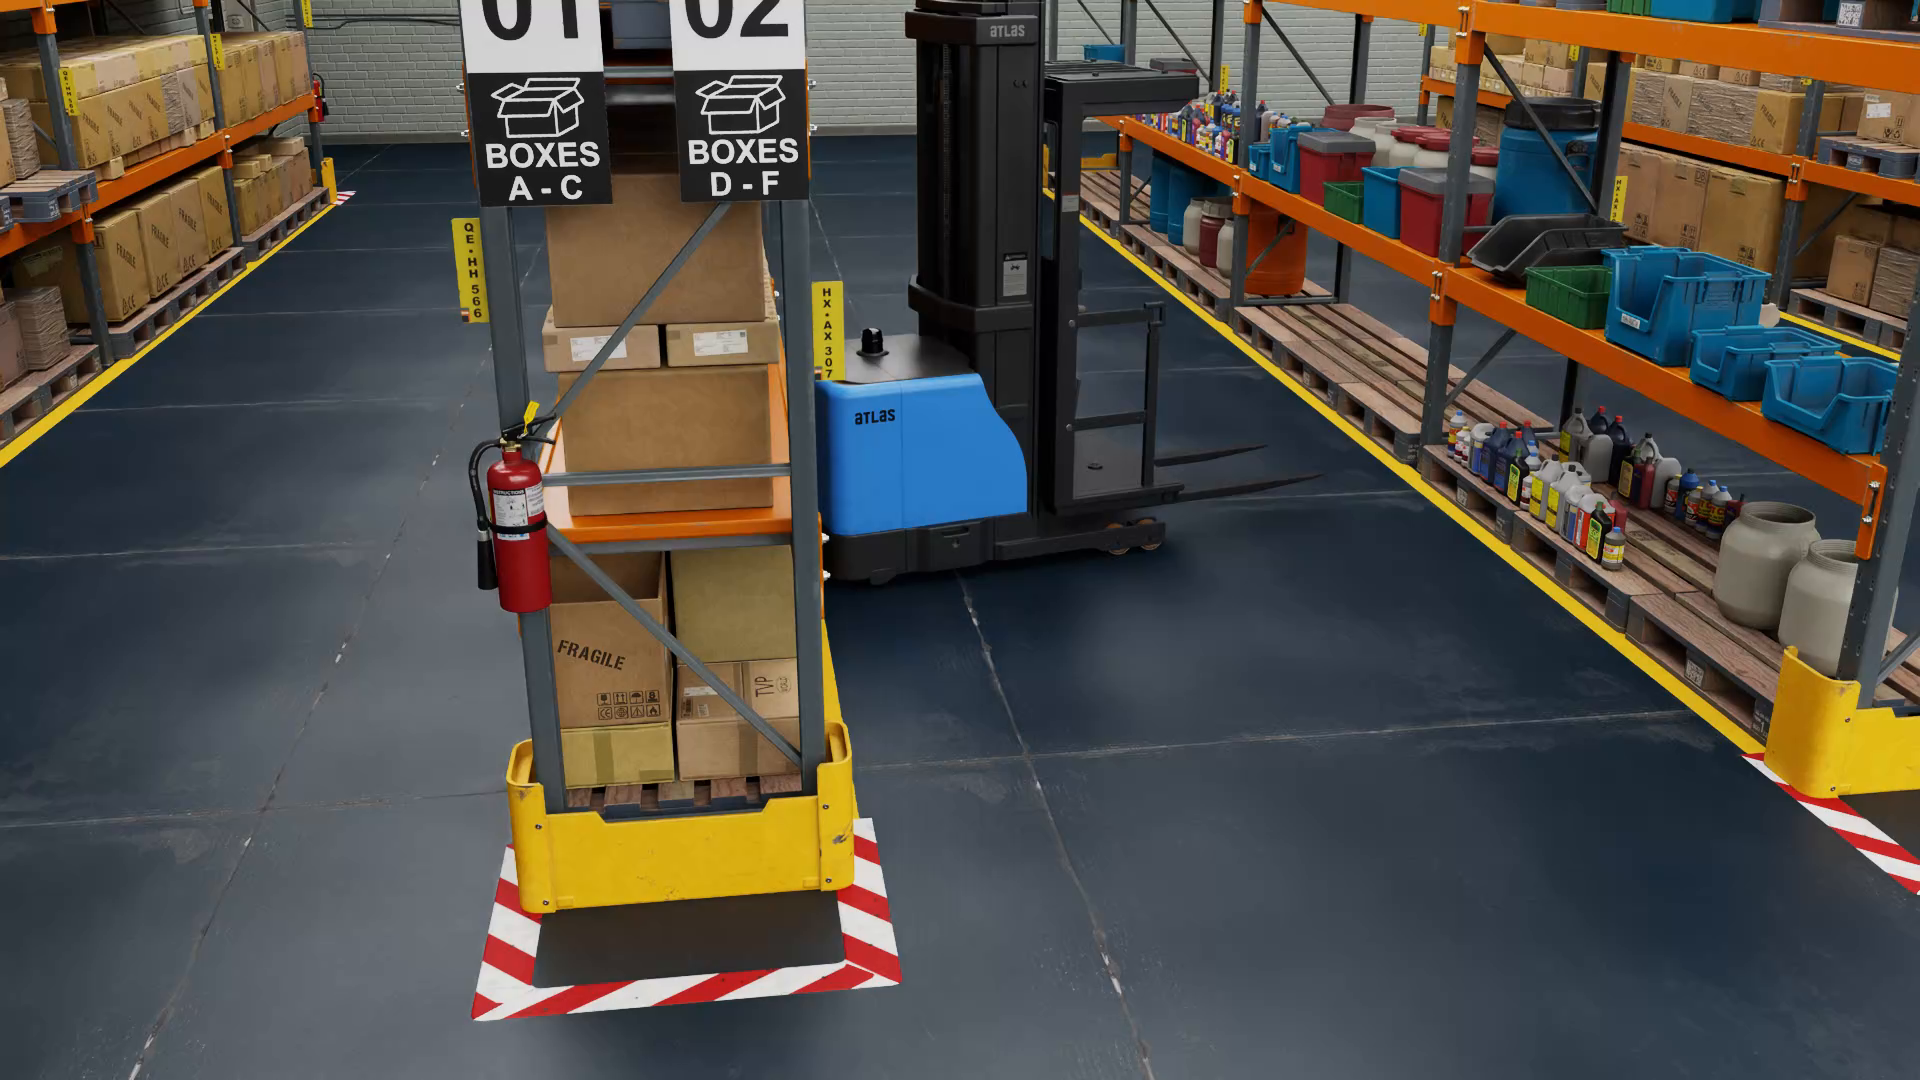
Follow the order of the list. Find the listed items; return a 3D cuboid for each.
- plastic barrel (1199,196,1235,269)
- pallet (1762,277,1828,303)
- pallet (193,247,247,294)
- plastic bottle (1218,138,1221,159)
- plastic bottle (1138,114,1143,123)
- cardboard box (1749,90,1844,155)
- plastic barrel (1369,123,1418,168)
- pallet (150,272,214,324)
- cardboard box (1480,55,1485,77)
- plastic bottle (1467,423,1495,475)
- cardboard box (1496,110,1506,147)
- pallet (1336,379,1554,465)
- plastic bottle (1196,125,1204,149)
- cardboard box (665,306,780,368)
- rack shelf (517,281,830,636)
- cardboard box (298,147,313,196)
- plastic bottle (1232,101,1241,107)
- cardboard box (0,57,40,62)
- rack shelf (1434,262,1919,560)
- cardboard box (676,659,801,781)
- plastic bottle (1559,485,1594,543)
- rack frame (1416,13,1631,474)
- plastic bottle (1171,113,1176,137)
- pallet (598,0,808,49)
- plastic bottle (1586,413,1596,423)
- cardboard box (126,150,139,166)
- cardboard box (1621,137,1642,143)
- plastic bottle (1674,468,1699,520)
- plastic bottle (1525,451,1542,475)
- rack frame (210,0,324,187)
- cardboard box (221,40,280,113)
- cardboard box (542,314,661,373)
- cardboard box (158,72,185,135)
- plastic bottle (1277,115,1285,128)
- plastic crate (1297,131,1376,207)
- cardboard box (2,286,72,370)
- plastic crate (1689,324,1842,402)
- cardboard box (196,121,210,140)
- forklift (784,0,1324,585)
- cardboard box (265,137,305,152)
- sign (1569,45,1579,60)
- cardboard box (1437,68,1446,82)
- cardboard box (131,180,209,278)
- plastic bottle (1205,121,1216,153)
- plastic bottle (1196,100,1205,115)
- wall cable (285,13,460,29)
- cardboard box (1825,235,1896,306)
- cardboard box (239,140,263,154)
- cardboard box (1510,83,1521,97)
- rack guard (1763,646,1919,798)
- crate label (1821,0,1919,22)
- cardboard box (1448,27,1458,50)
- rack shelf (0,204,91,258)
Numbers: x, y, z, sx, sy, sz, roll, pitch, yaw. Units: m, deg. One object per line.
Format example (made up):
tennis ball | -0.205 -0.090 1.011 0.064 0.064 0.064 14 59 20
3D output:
plastic barrel | 2.523 -2.852 15.412 0.600 0.588 0.708 -3 21 -8
pallet | 7.635 -2.446 15.463 1.003 0.211 1.213 -3 21 -8
pallet | -7.422 -2.541 15.718 1.003 0.211 1.213 -3 21 -8
plastic bottle | 2.261 -3.372 14.241 0.097 0.201 0.097 0 20 0
plastic bottle | 1.846 -4.361 16.772 0.061 0.283 0.133 -3 21 -8
cardboard box | 7.358 -3.681 14.640 0.500 0.500 0.500 -2 21 -6
plastic barrel | 3.193 -2.787 12.230 0.421 0.512 0.421 0 20 0
pallet | -7.242 -2.118 14.585 1.003 0.211 1.213 -3 21 -8
cardboard box | 6.473 -5.781 20.195 0.500 0.250 0.500 -4 21 -10
plastic bottle | 3.035 -0.528 9.606 0.152 0.276 0.135 -2 21 -6
cardboard box | 6.952 -4.606 19.697 0.875 0.875 0.875 -3 21 -8
pallet | 3.198 -0.804 11.068 1.003 0.211 1.213 -3 21 -8
plastic bottle | 2.162 -3.608 14.872 0.097 0.201 0.097 0 20 0
cardboard box | -0.820 -0.705 5.745 0.380 0.149 0.250 -3 21 -8
rack shelf | -1.264 -0.563 7.463 1.077 0.370 4.000 -3 21 -8
cardboard box | -7.984 -4.284 19.372 0.700 0.500 0.500 -3 21 -8
plastic bottle | 2.698 -4.131 16.167 0.152 0.276 0.135 -3 21 -8
cardboard box | -7.424 -3.596 12.889 0.500 0.250 0.500 -4 21 -10
rack shelf | 3.638 -0.811 8.129 1.077 0.370 4.000 -3 21 -8
cardboard box | -0.833 0.687 6.418 0.500 0.250 0.500 -3 21 -8
plastic bottle | 3.198 -0.136 8.558 0.152 0.276 0.135 -3 21 -9
rack frame | 3.349 -1.841 9.857 1.000 3.000 0.127 -3 21 -8
plastic bottle | 2.042 -3.928 15.631 0.097 0.271 0.097 0 20 0
pallet | -1.052 -1.817 5.633 1.003 0.211 1.213 -3 21 -8
plastic bottle | 3.745 -0.624 9.854 0.061 0.283 0.133 -2 21 -5
cardboard box | -7.062 -3.187 13.793 0.380 0.149 0.250 -3 21 -7
cardboard box | 7.209 -3.841 17.650 1.225 0.875 0.875 -3 21 -8
plastic bottle | 3.880 -0.251 8.870 0.097 0.271 0.097 0 20 0
plastic bottle | 3.141 -0.354 9.147 0.097 0.271 0.097 0 20 0
rack frame | -8.184 -5.496 19.643 1.000 3.000 0.127 -3 21 -8
cardboard box | -7.884 -4.944 17.738 0.980 0.700 0.700 -4 21 -10
cardboard box | -1.220 -0.681 5.681 0.380 0.149 0.250 -3 21 -9
cardboard box | -7.144 -3.809 14.530 0.500 0.500 0.500 -3 21 -8
plastic bottle | 2.907 -3.693 15.000 0.097 0.271 0.097 0 20 0
plastic crate | 2.703 -2.681 12.015 0.402 0.464 0.583 -3 21 -8
cardboard box | -6.875 -1.514 11.927 0.700 0.500 0.500 -3 21 -7
plastic crate | 3.470 -0.769 7.201 0.499 0.251 0.408 -3 21 -8
cardboard box | -7.219 -3.813 15.470 0.380 0.149 0.250 -3 21 -7
forklift | 0.579 -1.455 8.923 3.031 2.935 1.130 -8 22 -21
cardboard box | -7.785 -4.553 19.164 0.380 0.149 0.250 -3 21 -8
sign | 6.548 -5.274 17.700 0.100 0.325 0.005 -3 21 -8
cardboard box | 6.284 -5.899 21.083 0.380 0.149 0.250 -3 21 -9
cardboard box | -7.254 -2.774 14.829 0.750 0.750 0.750 -2 21 -6
plastic bottle | 2.204 -3.539 14.589 0.097 0.271 0.097 0 20 0
plastic bottle | 2.452 -4.384 16.952 0.097 0.201 0.097 0 20 0
wall cable | -8.646 -8.828 24.428 3.097 2.526 0.112 -3 21 -8
cardboard box | 7.790 -2.279 13.976 0.700 0.500 0.500 -4 21 -11
cardboard box | -8.126 -4.446 18.878 0.380 0.149 0.250 -3 21 -8
cardboard box | 6.581 -5.188 19.178 0.380 0.149 0.250 -3 21 -7
rack guard | 3.869 0.691 6.650 1.175 0.500 0.348 -3 21 -8
crate label | 3.983 -2.456 7.430 0.502 0.251 0.408 -3 21 -8
cardboard box | 6.395 -6.313 20.548 0.500 0.500 0.500 -3 21 -9
rack shelf | -6.742 -1.696 10.499 1.077 0.370 4.000 -3 21 -8
